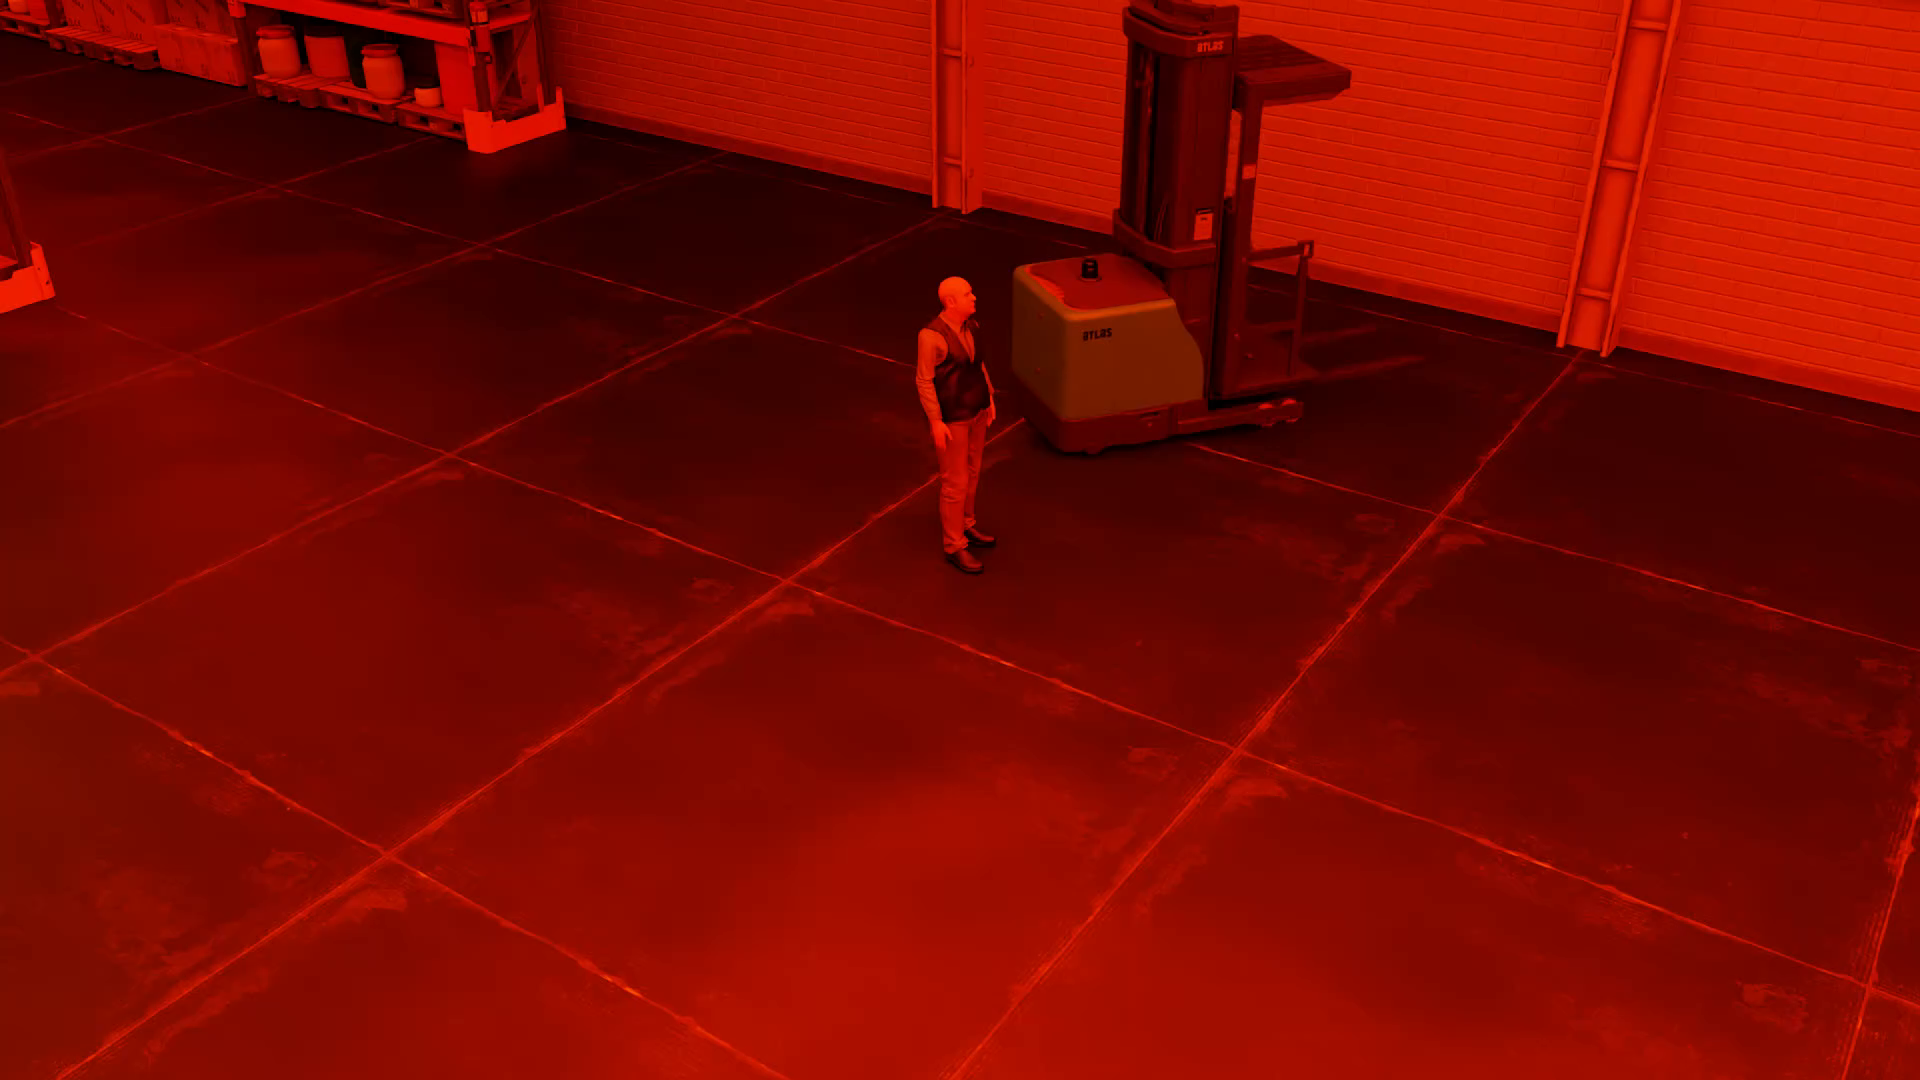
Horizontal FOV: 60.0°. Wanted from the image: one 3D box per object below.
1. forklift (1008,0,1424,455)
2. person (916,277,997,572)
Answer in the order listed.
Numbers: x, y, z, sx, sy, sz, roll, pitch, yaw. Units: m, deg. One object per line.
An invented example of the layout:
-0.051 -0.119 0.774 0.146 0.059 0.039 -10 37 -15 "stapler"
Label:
1.925 -2.308 11.556 3.031 2.935 1.130 -11 32 -18 "forklift"
0.047 -0.730 10.028 0.568 1.720 0.632 19 35 29 "person"
